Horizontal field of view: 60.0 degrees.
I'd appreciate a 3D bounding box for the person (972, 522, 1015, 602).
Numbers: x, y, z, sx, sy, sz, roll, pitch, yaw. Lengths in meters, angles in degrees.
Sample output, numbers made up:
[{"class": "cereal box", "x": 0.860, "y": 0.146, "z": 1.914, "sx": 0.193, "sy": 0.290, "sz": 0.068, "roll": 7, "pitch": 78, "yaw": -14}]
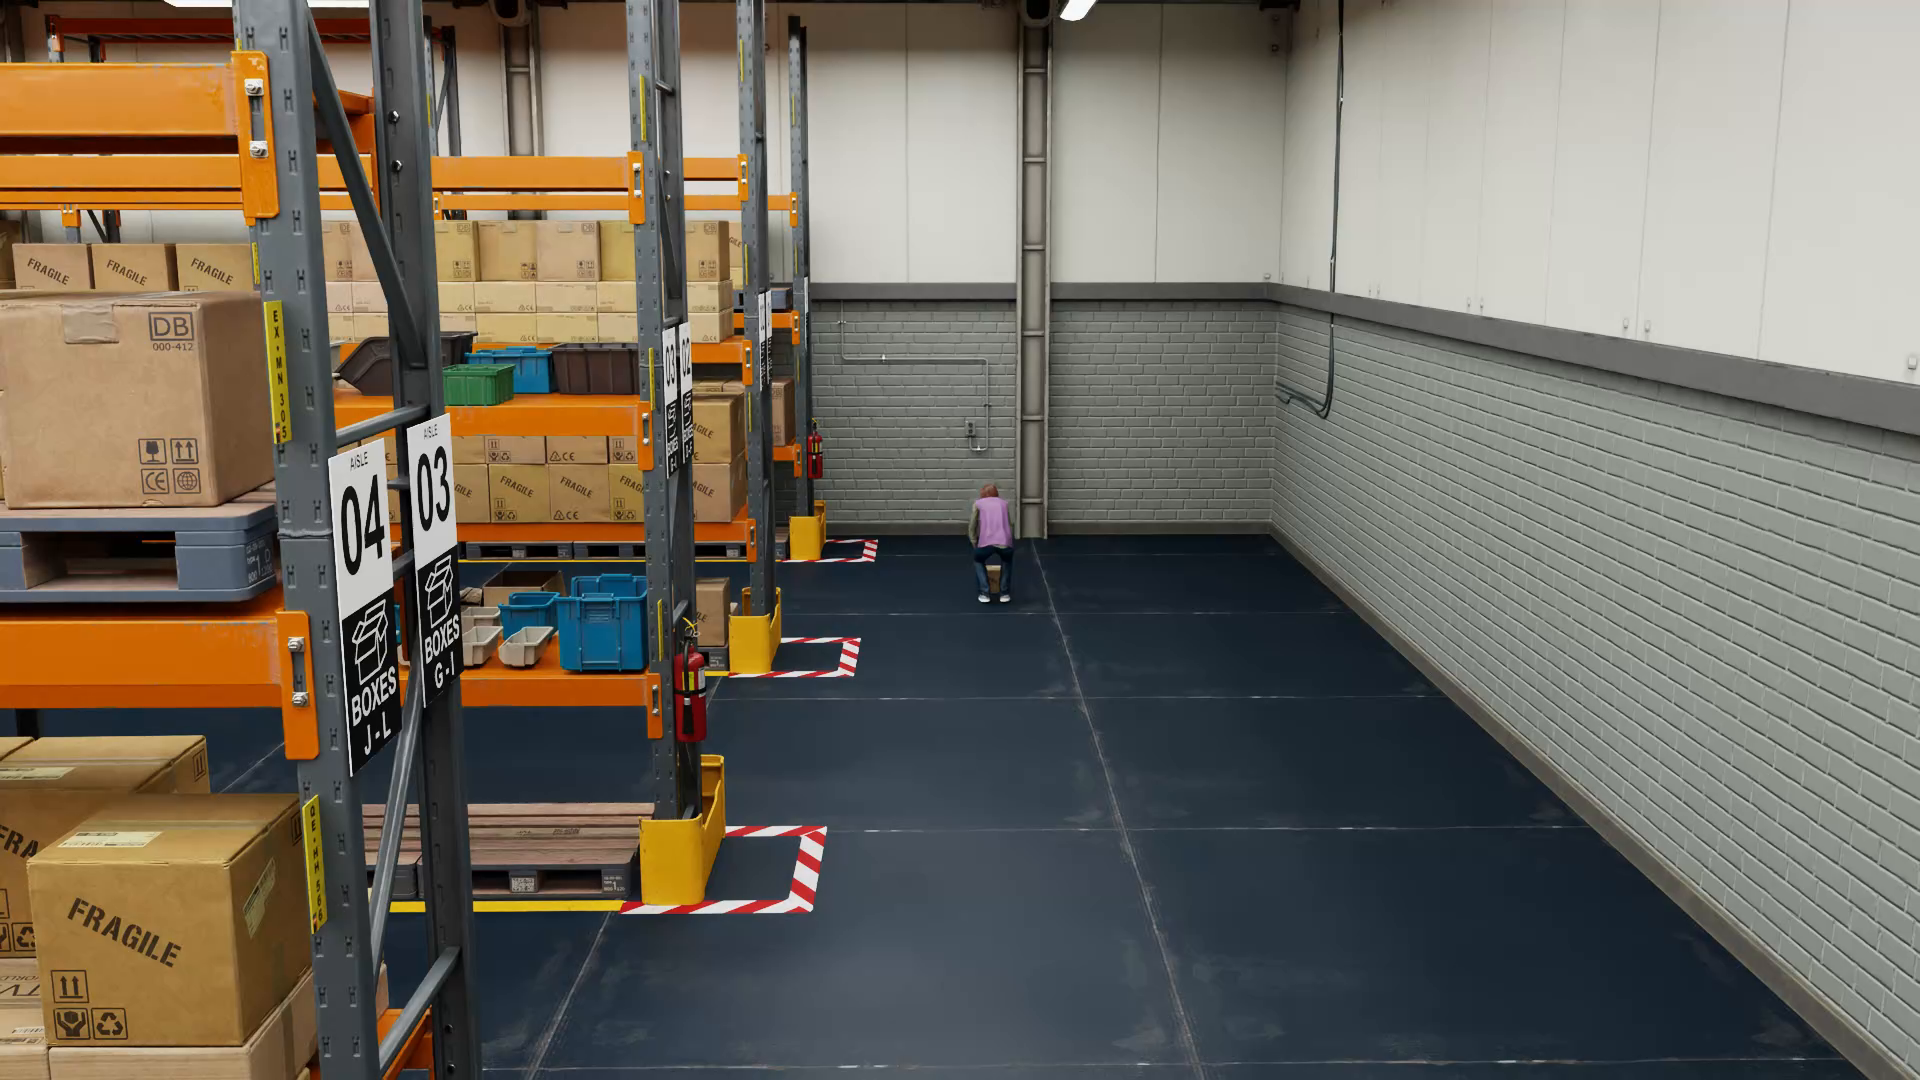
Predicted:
[{"class": "person", "x": 0.340, "y": 0.196, "z": 17.027, "sx": 0.426, "sy": 0.823, "sz": 0.858, "roll": -1, "pitch": 11, "yaw": -4}]
